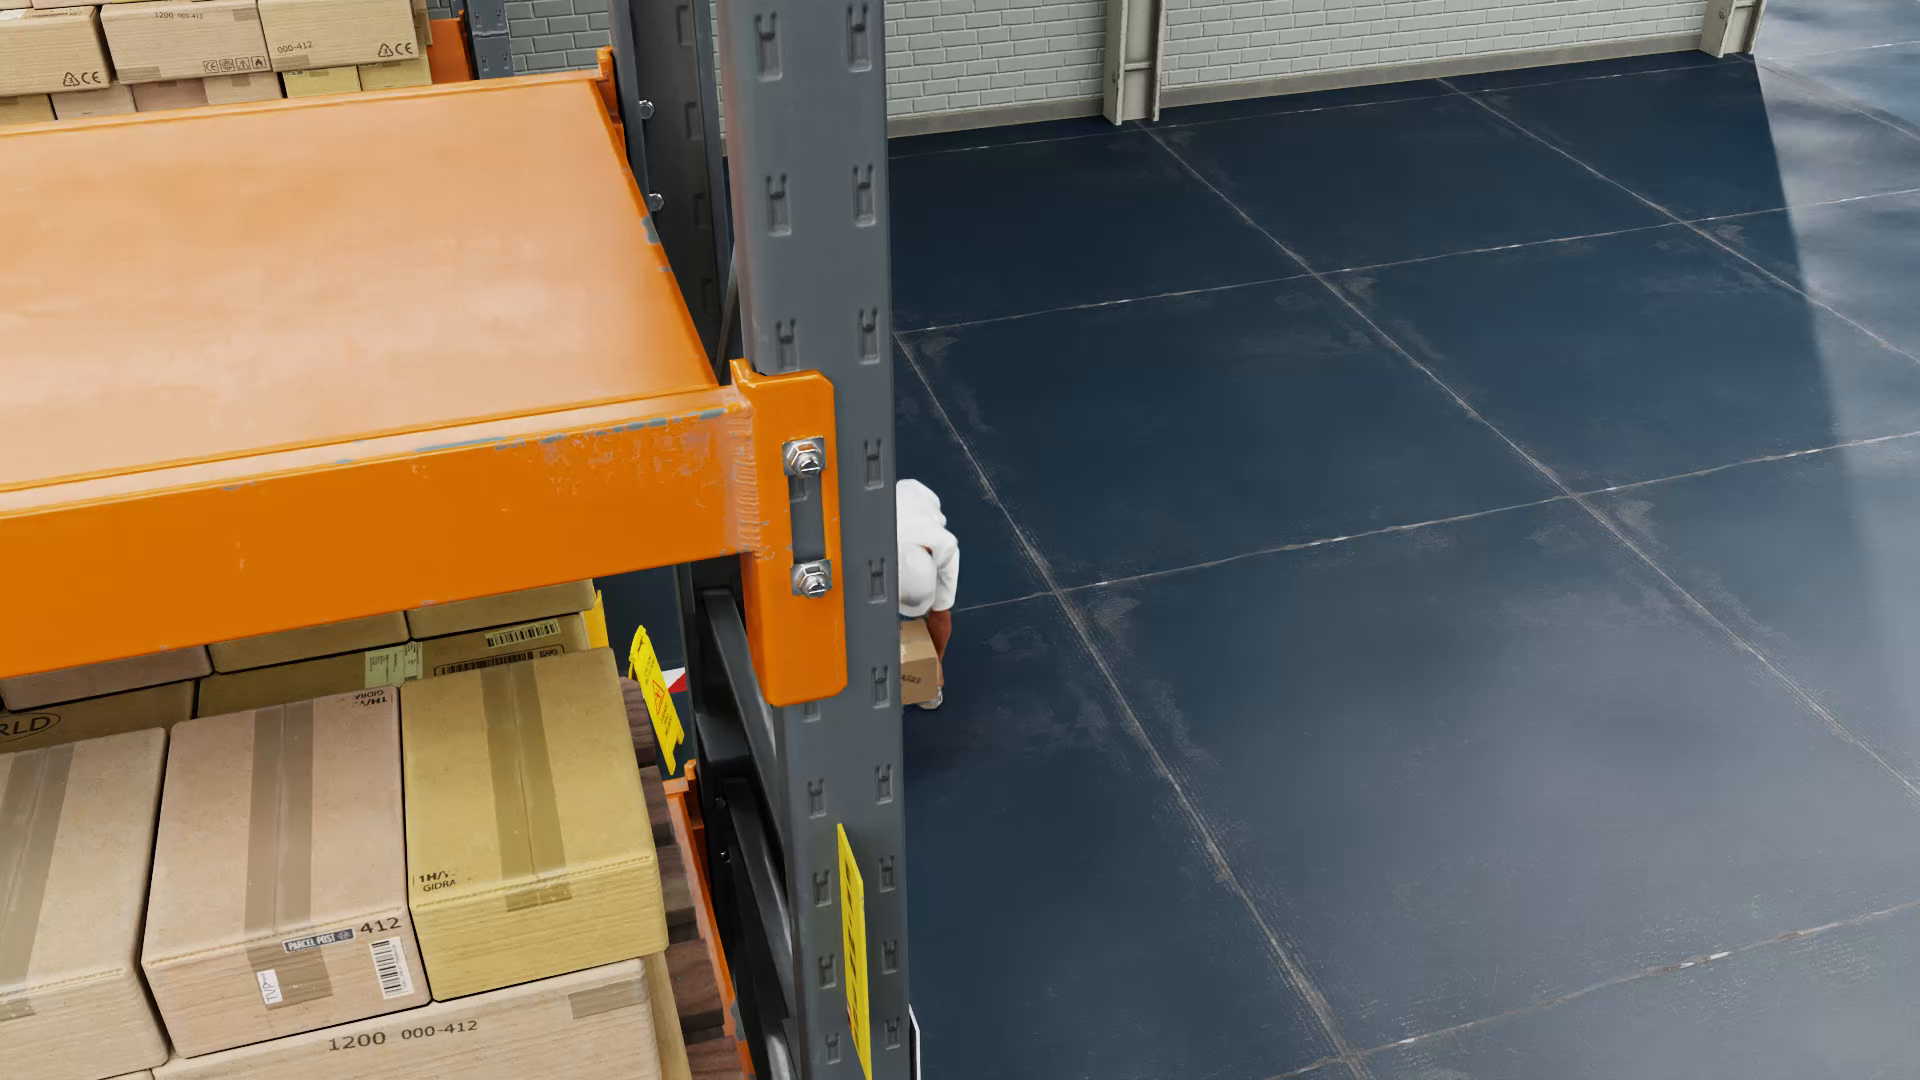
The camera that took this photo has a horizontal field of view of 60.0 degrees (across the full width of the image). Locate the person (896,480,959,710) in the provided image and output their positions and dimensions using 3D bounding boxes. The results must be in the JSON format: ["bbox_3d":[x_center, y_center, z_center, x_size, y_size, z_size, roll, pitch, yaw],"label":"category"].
[{"bbox_3d":[-0.246,0.331,7.137,0.476,1.192,0.967,-4,34,-7],"label":"person"}]
